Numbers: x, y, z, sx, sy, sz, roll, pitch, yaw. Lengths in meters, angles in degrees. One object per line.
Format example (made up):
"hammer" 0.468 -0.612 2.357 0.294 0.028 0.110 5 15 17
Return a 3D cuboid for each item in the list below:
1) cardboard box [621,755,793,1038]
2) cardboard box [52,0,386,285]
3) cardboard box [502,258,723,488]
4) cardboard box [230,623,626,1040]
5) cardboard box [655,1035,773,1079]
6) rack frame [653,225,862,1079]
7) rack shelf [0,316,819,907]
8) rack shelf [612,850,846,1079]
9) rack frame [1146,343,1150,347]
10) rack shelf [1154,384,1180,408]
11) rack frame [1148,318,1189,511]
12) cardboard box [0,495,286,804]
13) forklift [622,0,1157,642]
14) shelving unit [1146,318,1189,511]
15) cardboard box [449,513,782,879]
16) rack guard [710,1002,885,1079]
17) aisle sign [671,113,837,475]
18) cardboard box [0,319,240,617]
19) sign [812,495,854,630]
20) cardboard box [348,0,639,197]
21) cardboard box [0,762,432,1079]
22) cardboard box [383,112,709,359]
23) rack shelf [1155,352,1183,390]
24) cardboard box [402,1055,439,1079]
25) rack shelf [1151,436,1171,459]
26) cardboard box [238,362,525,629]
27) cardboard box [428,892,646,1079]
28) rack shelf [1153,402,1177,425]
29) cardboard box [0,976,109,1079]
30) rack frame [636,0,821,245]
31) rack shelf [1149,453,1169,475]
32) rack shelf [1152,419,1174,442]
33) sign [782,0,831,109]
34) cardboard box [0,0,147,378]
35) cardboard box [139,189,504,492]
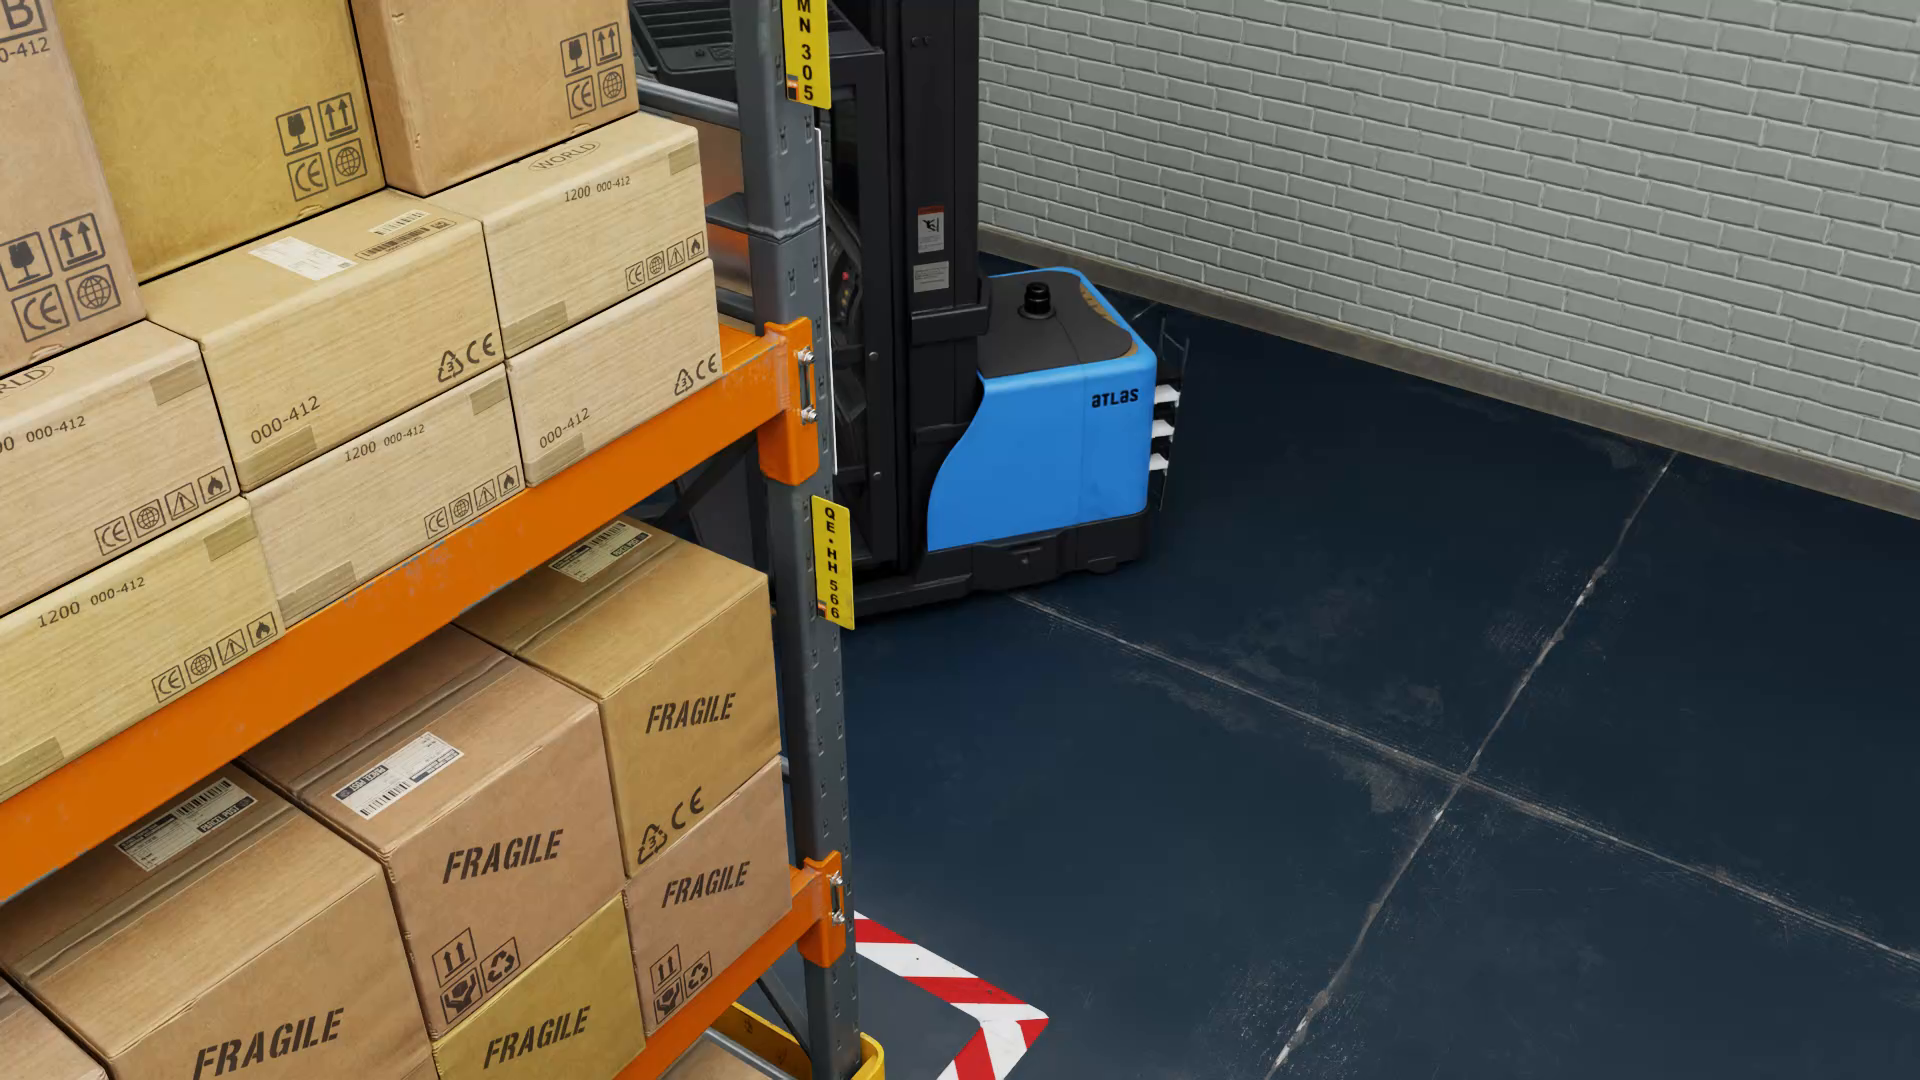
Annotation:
"cardboard box" -0.756 0.729 3.905 0.500 0.500 0.500 23 40 30
"cardboard box" -1.359 -0.776 2.561 0.700 0.500 0.500 21 39 28
"cardboard box" -0.801 -0.382 3.094 0.500 0.250 0.500 21 39 28
"cardboard box" -1.040 0.547 3.281 0.500 0.500 0.500 22 40 29
"cardboard box" -0.832 1.659 4.457 0.500 0.500 0.500 21 39 28
"rack frame" -0.725 0.477 4.367 1.000 3.000 0.127 21 39 28
"rack shelf" -1.865 0.453 2.367 1.077 0.370 4.000 21 39 28
"rack shelf" -1.865 1.696 3.207 1.077 0.370 4.000 21 39 28
"rack frame" 0.760 -0.551 7.733 0.006 0.900 0.240 -9 35 -22
"rack shelf" 0.865 -0.690 7.693 0.200 0.077 0.258 -9 35 -22
"rack frame" 0.947 -0.582 7.808 0.006 0.900 0.240 -9 35 -22
"cardboard box" -1.369 0.078 2.413 0.500 0.250 0.500 21 39 28
"forklift" -0.725 -1.100 6.761 3.031 2.935 1.130 -10 35 -15
"shelving unit" 0.854 -0.567 7.771 0.210 0.900 0.258 -9 35 -22
"cardboard box" -0.752 0.314 3.626 0.500 0.500 0.500 21 39 28
"rack guard" -0.768 1.548 5.015 1.175 0.500 0.348 21 39 28
"aisle sign" -0.434 -0.533 3.540 0.394 0.787 0.004 21 39 28
"cardboard box" -1.381 -0.133 2.279 0.500 0.250 0.500 21 39 28
"sign" -0.280 0.053 3.678 0.100 0.325 0.005 21 39 28
"cardboard box" -1.004 -0.979 2.861 0.700 0.500 0.500 21 39 28
"cardboard box" -1.332 0.787 2.926 0.500 0.500 0.500 22 40 29
"cardboard box" -0.808 -0.592 2.958 0.500 0.250 0.500 21 39 28
"rack shelf" 0.872 -0.766 7.645 0.200 0.077 0.258 -9 35 -22
"cardboard box" -1.338 1.197 3.214 0.500 0.500 0.500 22 40 29
"rack shelf" 0.844 -0.462 7.836 0.200 0.077 0.258 -9 35 -22
"cardboard box" -1.095 -0.156 2.759 0.500 0.250 0.500 21 39 28
"cardboard box" -1.049 0.969 3.550 0.500 0.500 0.500 22 40 29
"rack shelf" 0.858 -0.614 7.740 0.200 0.077 0.258 -9 35 -22
"cardboard box" -1.624 1.024 2.577 0.500 0.500 0.500 23 40 30
"rack frame" -0.725 -2.008 2.686 1.000 3.000 0.127 21 39 28
"rack shelf" 0.837 -0.386 7.884 0.200 0.077 0.258 -9 35 -22
"rack shelf" 0.851 -0.538 7.788 0.200 0.077 0.258 -9 35 -22
"sign" -0.280 -0.946 3.002 0.100 0.325 0.005 21 39 28
"cardboard box" -1.556 -0.512 2.170 0.700 0.500 0.500 21 39 28
"cardboard box" -1.093 -0.362 2.618 0.500 0.250 0.500 21 39 28
